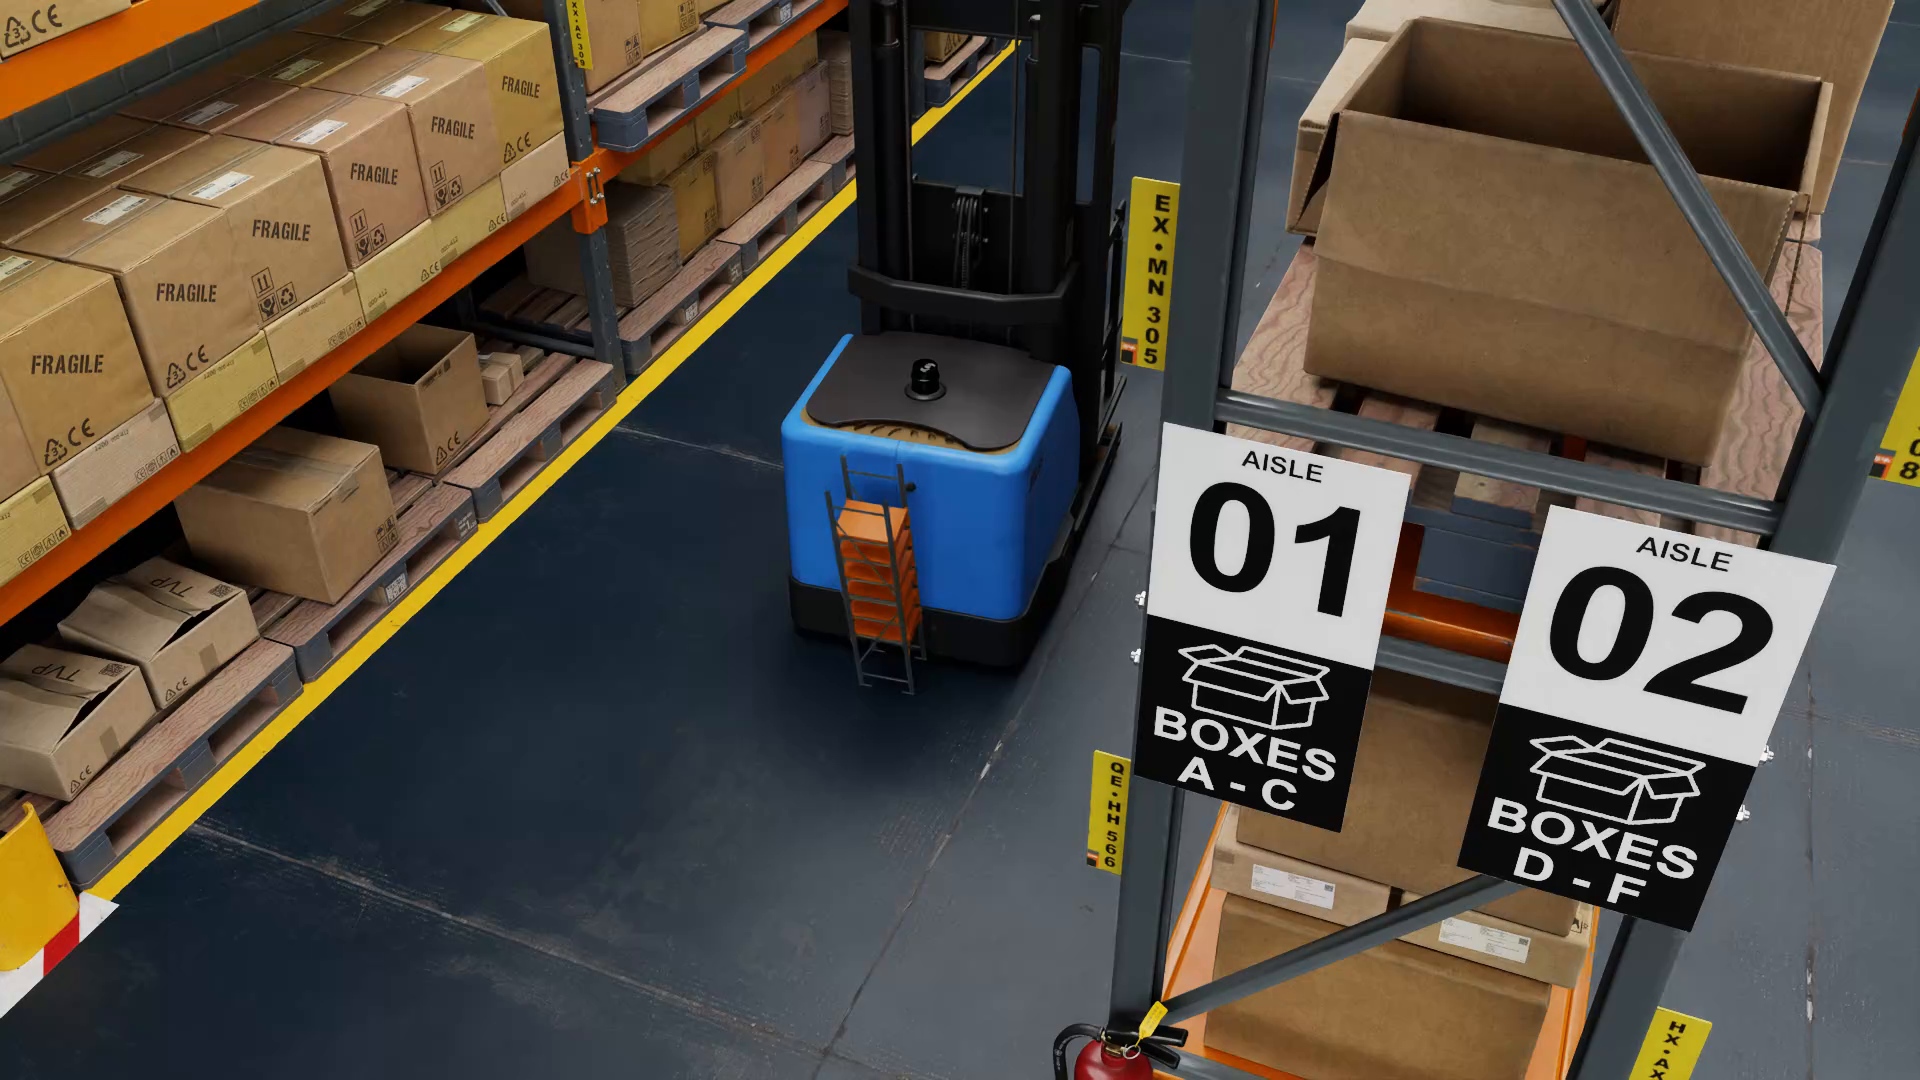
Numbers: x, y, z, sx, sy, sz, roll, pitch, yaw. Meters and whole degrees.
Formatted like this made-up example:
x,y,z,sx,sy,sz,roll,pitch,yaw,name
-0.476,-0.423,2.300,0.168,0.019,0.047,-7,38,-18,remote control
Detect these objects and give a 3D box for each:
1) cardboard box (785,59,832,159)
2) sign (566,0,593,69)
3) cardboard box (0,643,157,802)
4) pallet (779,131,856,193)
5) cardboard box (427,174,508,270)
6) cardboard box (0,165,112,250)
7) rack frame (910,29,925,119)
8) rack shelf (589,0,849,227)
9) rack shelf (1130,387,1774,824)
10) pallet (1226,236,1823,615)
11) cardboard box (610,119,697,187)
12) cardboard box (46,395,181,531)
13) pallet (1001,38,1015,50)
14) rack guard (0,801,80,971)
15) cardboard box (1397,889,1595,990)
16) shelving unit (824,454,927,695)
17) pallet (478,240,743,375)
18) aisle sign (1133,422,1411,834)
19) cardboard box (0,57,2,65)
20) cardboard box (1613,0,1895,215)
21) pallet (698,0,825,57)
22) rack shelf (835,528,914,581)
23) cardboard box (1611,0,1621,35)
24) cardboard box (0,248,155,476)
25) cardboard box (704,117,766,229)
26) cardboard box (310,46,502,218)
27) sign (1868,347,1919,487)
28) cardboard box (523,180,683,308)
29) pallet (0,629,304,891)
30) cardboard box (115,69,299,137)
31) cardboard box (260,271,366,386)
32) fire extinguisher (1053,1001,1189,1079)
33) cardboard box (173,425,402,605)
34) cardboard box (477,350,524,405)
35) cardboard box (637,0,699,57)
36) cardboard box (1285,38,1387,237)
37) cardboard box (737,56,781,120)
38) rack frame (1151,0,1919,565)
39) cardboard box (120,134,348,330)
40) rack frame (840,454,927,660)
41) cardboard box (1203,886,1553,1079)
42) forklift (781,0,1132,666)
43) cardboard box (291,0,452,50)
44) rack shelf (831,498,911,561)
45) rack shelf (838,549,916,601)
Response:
x,y,z,sx,sy,sz,roll,pitch,yaw,name
-1.262,-2.818,10.735,0.700,0.500,0.500,14,39,18,cardboard box
-1.750,-2.325,7.632,0.100,0.325,0.005,14,39,18,sign
-3.430,0.655,6.246,0.500,0.311,0.500,10,38,13,cardboard box
-1.031,-2.763,11.270,1.003,0.211,1.213,14,39,18,pallet
-2.352,-1.440,7.280,0.500,0.250,0.500,14,39,18,cardboard box
-3.400,-1.004,6.070,0.500,0.500,0.500,13,39,17,cardboard box
-0.733,-4.312,11.014,1.000,3.000,0.127,14,39,18,rack frame
-1.494,-2.917,9.747,1.077,0.370,4.000,14,39,18,rack shelf
1.567,-0.777,4.379,1.077,0.370,4.000,14,39,18,rack shelf
1.099,-0.308,3.225,1.003,0.211,1.213,14,39,18,pallet
-1.825,-2.229,9.320,0.500,0.250,0.500,13,39,17,cardboard box
-3.113,-0.319,5.780,0.500,0.250,0.500,13,39,16,cardboard box
0.103,-4.288,13.310,1.003,0.211,1.213,14,39,18,pallet
-3.748,1.076,5.892,1.175,0.500,0.348,14,39,18,rack guard
1.154,0.776,3.582,0.380,0.149,0.250,14,39,17,cardboard box
-0.316,0.163,6.519,0.258,1.200,0.189,9,51,12,shelving unit
-1.960,-1.412,9.463,1.003,0.211,1.213,14,39,18,pallet
0.509,0.172,2.843,0.394,0.787,0.004,14,39,18,aisle sign
-3.181,-1.550,4.712,0.500,0.500,0.500,16,40,21,cardboard box
1.691,-1.079,3.632,0.500,0.500,0.500,14,39,18,cardboard box
-1.448,-3.130,9.592,1.003,0.211,1.213,14,39,18,pallet
-0.327,0.036,6.371,0.258,0.103,0.180,9,51,12,rack shelf
1.585,-1.555,4.266,0.797,0.503,0.637,18,40,23,cardboard box
-3.120,-0.598,5.527,0.500,0.500,0.500,14,39,18,cardboard box
-1.608,-2.254,9.981,0.700,0.500,0.500,14,39,18,cardboard box
-2.333,-1.736,7.049,0.500,0.500,0.500,14,39,17,cardboard box
1.317,-0.210,2.224,0.100,0.325,0.005,14,39,18,sign
-1.990,-1.684,9.218,0.700,0.500,0.500,15,39,19,cardboard box
-3.406,0.750,6.570,1.003,0.211,1.213,14,39,18,pallet
-3.022,-1.573,6.831,0.500,0.500,0.500,15,39,19,cardboard box
-2.719,-0.879,6.530,0.500,0.250,0.500,14,39,18,cardboard box
0.331,1.234,3.658,0.296,0.674,0.183,14,39,18,fire extinguisher
-2.888,-0.131,7.140,0.700,0.500,0.500,11,38,15,cardboard box
-2.430,-0.836,8.362,0.380,0.166,0.250,9,38,12,cardboard box
-1.810,-2.895,8.667,0.700,0.500,0.500,18,40,22,cardboard box
1.000,-0.820,3.493,0.500,0.250,0.500,14,39,18,cardboard box
-1.424,-2.790,10.071,0.500,0.250,0.500,14,39,18,cardboard box
0.806,-1.159,1.785,1.000,3.000,0.127,14,39,18,rack frame
-2.732,-1.171,6.294,0.500,0.500,0.500,15,39,19,cardboard box
-0.292,0.095,6.575,0.240,1.200,0.006,9,51,12,rack frame
0.995,0.948,3.893,0.700,0.500,0.500,14,39,18,cardboard box
0.177,-1.532,7.352,1.130,2.935,3.031,10,38,13,forklift
-2.627,-2.133,7.580,0.500,0.500,0.500,13,39,17,cardboard box
-0.335,-0.042,6.280,0.258,0.103,0.180,9,51,12,rack shelf
-0.320,0.114,6.462,0.258,0.103,0.180,9,51,12,rack shelf
